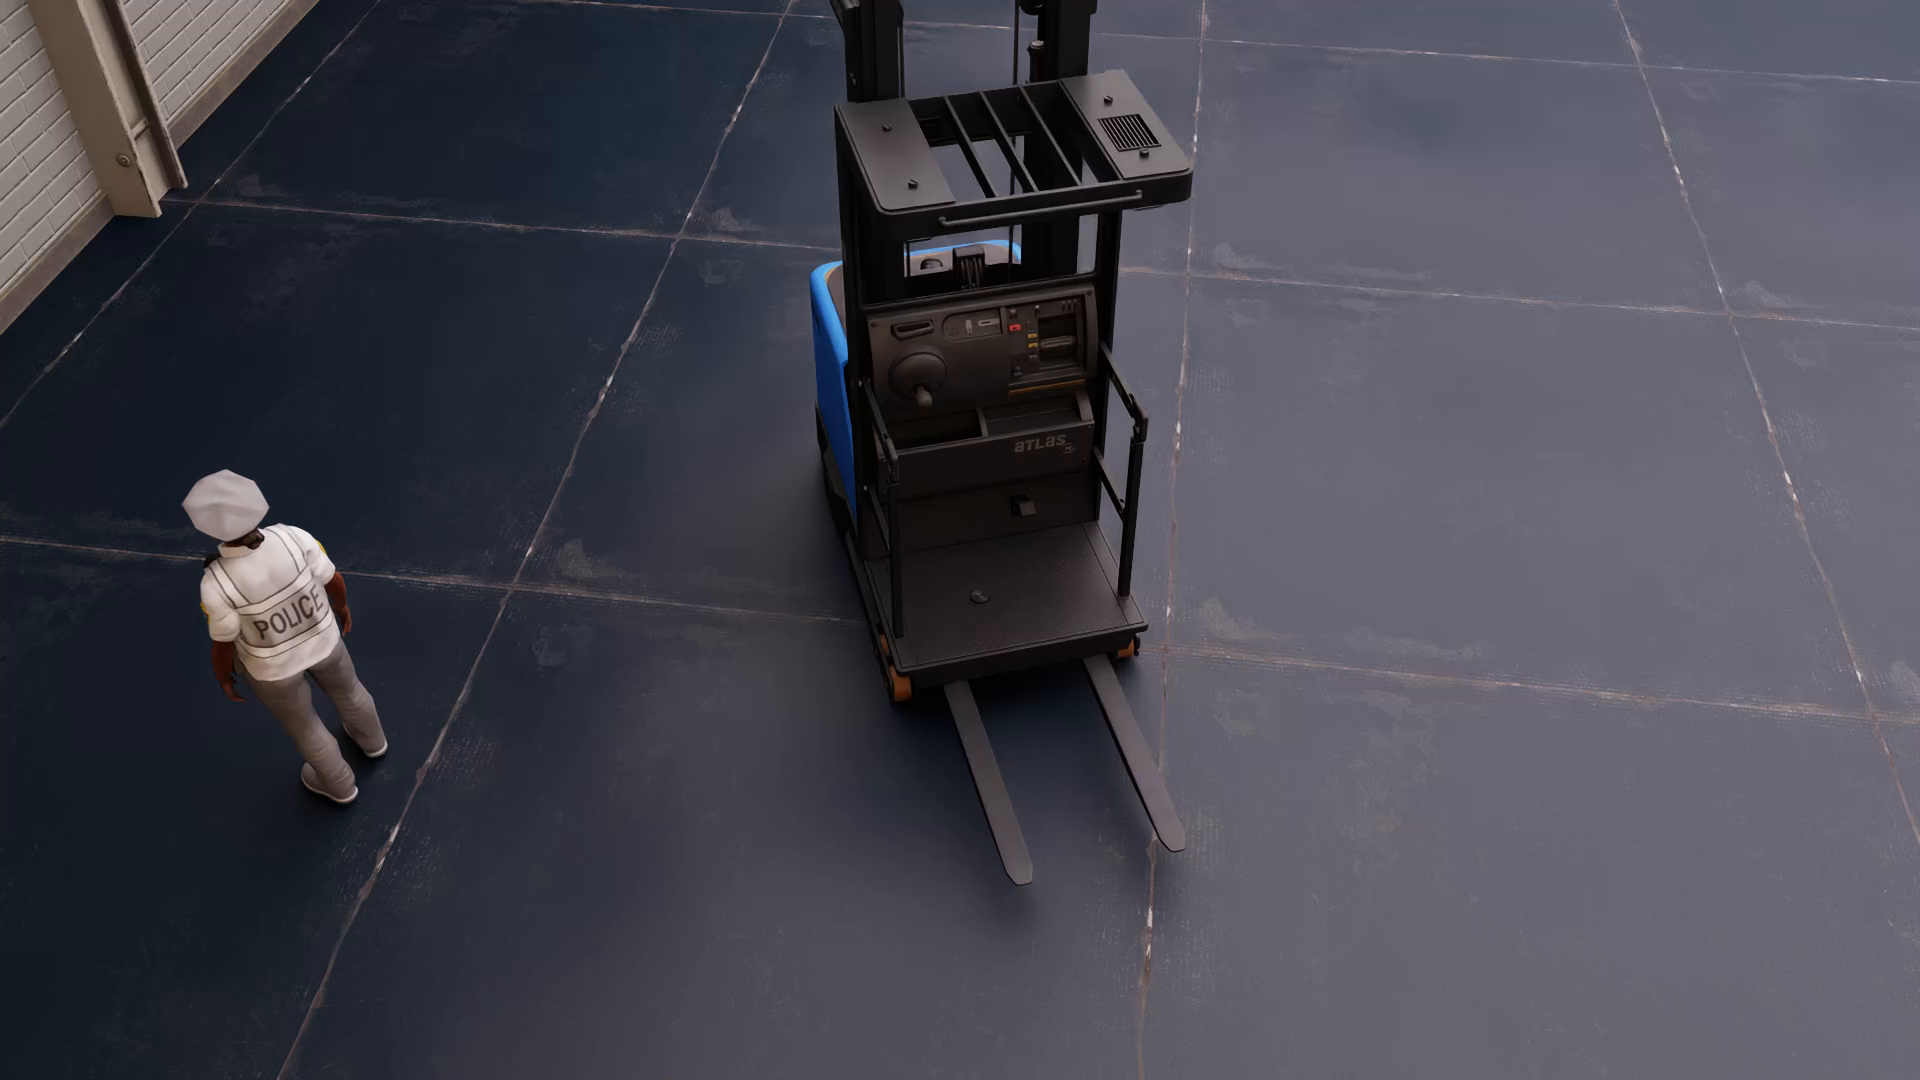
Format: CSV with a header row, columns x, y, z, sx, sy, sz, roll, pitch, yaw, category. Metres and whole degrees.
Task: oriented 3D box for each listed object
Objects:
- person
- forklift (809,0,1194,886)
x,y,z,sx,sy,sz,roll,pitch,yaw,category
-2.547,0.363,6.234,0.530,1.696,0.563,32,52,30,person
0.153,-0.681,6.465,1.130,2.935,3.031,-10,44,-11,forklift
